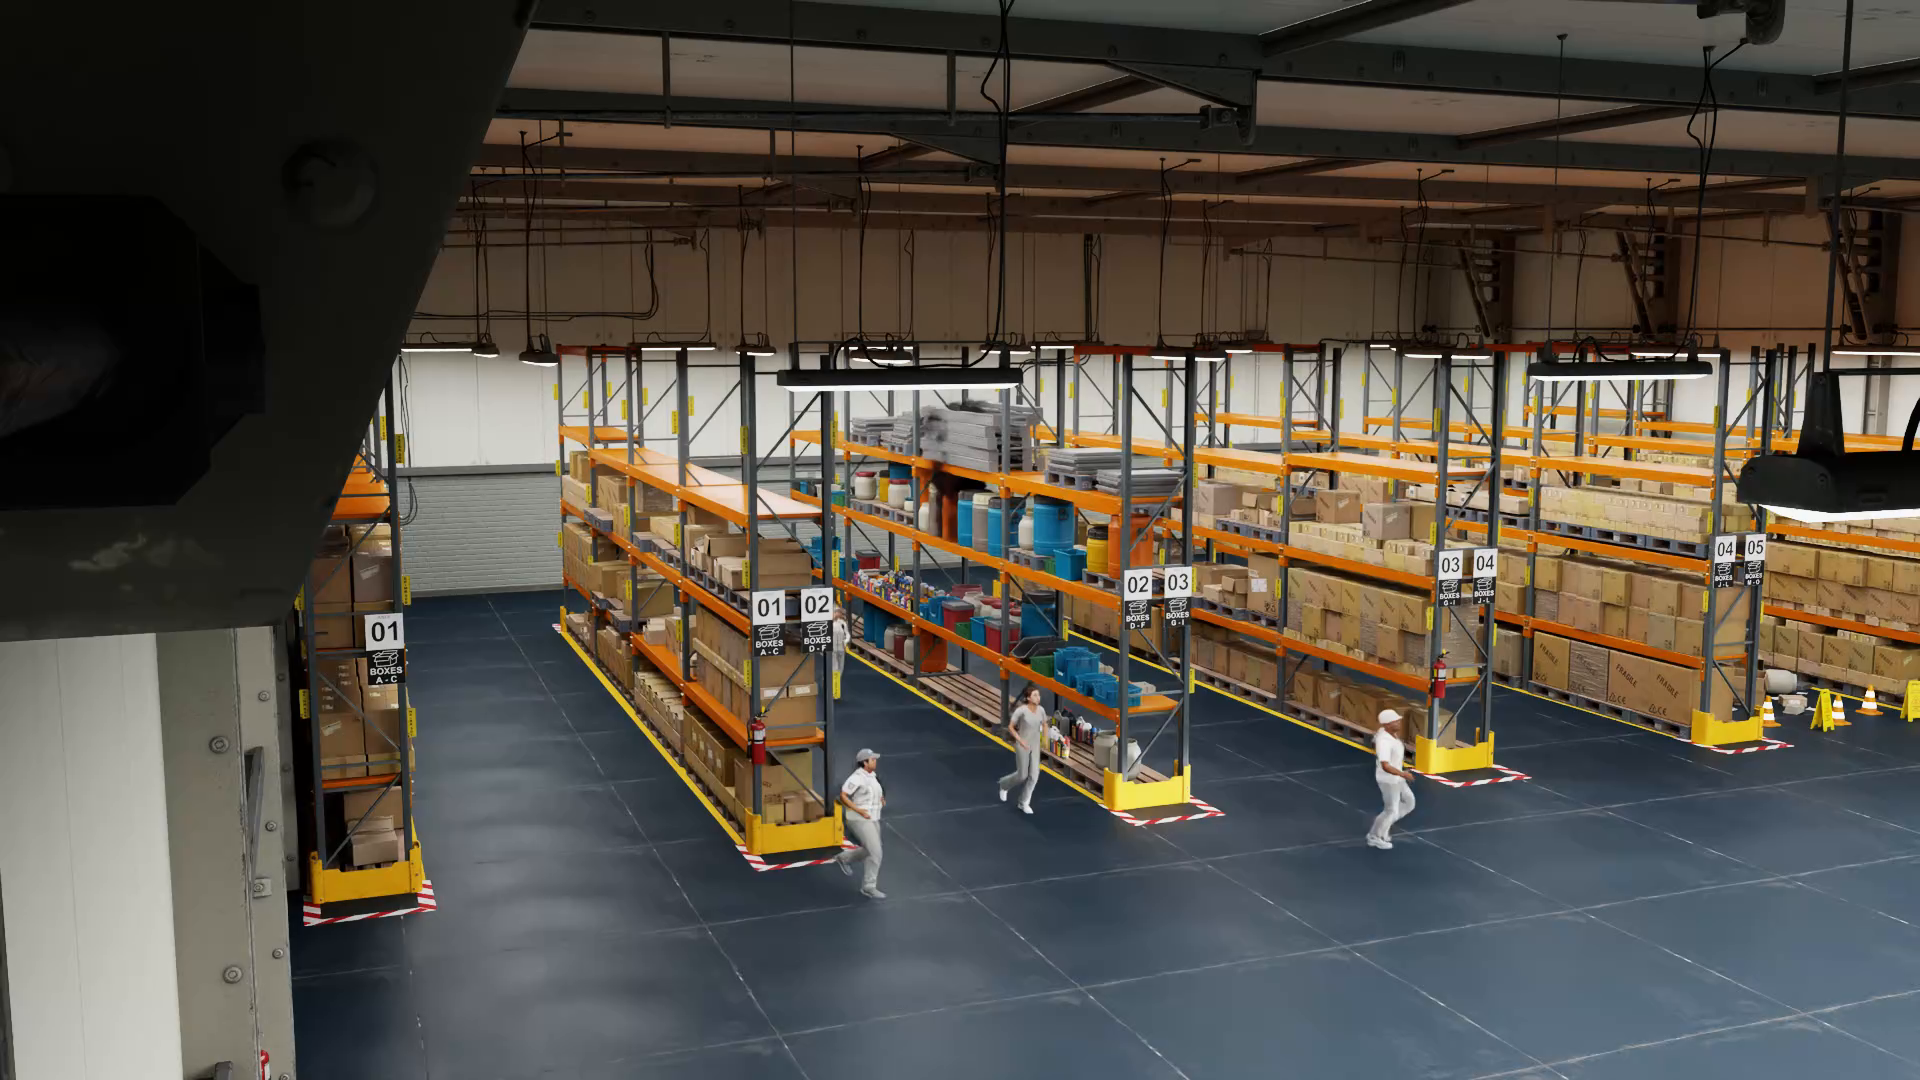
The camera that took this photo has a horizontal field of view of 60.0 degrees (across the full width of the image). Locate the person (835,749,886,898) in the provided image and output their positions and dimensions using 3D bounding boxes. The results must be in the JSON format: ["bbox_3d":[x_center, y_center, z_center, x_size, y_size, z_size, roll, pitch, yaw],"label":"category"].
[{"bbox_3d":[-1.092,3.172,18.869,0.726,1.625,0.637,3,8,20],"label":"person"}]

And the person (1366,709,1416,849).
[{"bbox_3d":[5.274,2.904,20.279,0.573,1.720,0.712,2,8,18],"label":"person"}]

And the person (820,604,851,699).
[{"bbox_3d":[-2.121,1.909,28.372,0.599,1.651,0.562,-4,8,-29],"label":"person"}]

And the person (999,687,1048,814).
[{"bbox_3d":[0.903,2.757,22.051,0.601,1.594,0.667,-4,8,-31],"label":"person"}]
